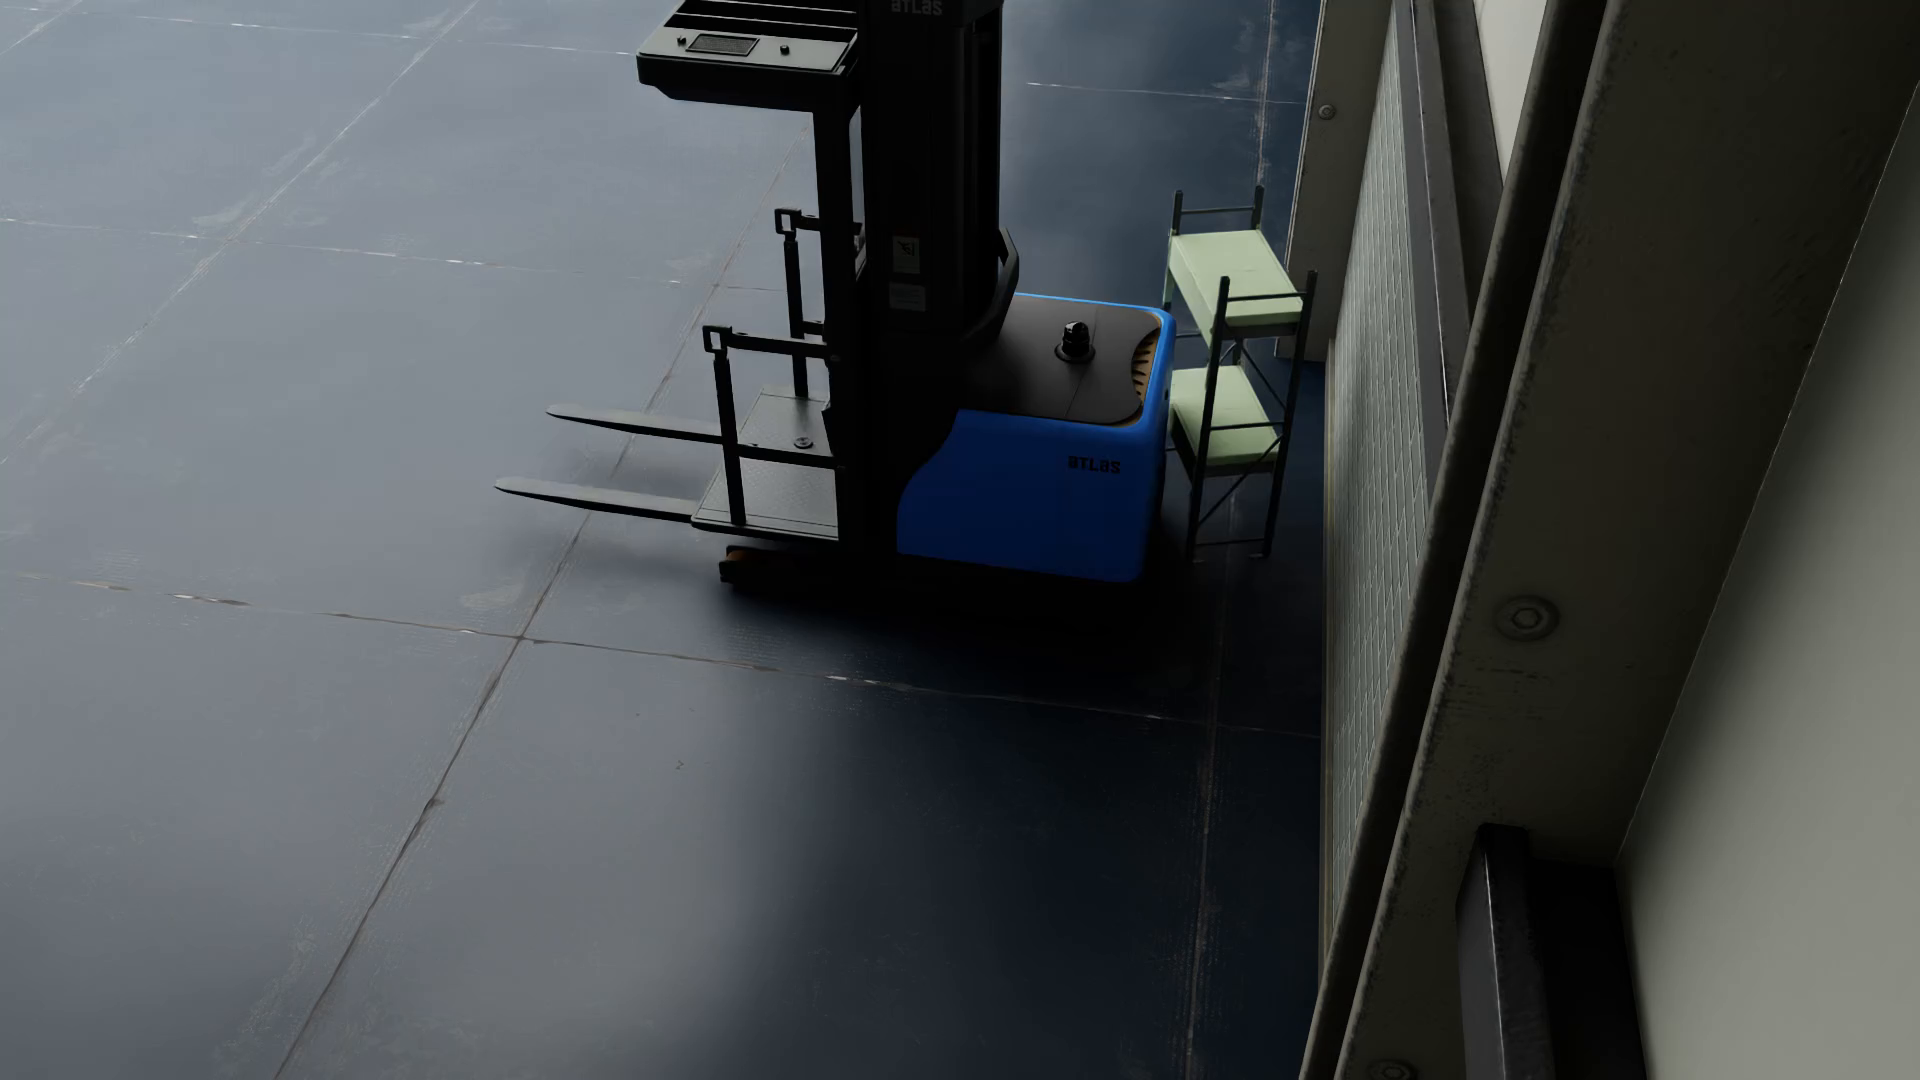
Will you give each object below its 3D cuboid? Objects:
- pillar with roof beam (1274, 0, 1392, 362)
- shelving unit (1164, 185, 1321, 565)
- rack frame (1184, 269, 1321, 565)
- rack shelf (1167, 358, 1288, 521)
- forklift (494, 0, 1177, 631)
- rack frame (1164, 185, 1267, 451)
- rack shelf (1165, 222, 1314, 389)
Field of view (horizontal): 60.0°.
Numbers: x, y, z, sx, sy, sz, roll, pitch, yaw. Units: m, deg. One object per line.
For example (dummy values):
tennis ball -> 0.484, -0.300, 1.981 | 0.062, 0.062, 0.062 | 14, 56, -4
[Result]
pillar with roof beam -> -2.364, -5.033, 6.776 | 9.100, 9.000, 0.400 | 6, 40, 8
shelving unit -> 1.185, -0.721, 7.438 | 0.431, 1.500, 0.755 | -5, 40, -8
rack frame -> 1.241, -0.491, 7.159 | 0.400, 1.500, 0.023 | -5, 40, -8
rack shelf -> 1.178, -0.469, 7.645 | 0.431, 0.370, 0.720 | -5, 40, -8
forklift -> -0.609, -1.212, 6.916 | 3.031, 2.935, 1.130 | 8, 40, 9
rack frame -> 1.128, -0.952, 7.717 | 0.400, 1.500, 0.023 | -5, 40, -8
rack shelf -> 1.192, -1.023, 7.190 | 0.431, 0.370, 0.720 | -5, 40, -8
